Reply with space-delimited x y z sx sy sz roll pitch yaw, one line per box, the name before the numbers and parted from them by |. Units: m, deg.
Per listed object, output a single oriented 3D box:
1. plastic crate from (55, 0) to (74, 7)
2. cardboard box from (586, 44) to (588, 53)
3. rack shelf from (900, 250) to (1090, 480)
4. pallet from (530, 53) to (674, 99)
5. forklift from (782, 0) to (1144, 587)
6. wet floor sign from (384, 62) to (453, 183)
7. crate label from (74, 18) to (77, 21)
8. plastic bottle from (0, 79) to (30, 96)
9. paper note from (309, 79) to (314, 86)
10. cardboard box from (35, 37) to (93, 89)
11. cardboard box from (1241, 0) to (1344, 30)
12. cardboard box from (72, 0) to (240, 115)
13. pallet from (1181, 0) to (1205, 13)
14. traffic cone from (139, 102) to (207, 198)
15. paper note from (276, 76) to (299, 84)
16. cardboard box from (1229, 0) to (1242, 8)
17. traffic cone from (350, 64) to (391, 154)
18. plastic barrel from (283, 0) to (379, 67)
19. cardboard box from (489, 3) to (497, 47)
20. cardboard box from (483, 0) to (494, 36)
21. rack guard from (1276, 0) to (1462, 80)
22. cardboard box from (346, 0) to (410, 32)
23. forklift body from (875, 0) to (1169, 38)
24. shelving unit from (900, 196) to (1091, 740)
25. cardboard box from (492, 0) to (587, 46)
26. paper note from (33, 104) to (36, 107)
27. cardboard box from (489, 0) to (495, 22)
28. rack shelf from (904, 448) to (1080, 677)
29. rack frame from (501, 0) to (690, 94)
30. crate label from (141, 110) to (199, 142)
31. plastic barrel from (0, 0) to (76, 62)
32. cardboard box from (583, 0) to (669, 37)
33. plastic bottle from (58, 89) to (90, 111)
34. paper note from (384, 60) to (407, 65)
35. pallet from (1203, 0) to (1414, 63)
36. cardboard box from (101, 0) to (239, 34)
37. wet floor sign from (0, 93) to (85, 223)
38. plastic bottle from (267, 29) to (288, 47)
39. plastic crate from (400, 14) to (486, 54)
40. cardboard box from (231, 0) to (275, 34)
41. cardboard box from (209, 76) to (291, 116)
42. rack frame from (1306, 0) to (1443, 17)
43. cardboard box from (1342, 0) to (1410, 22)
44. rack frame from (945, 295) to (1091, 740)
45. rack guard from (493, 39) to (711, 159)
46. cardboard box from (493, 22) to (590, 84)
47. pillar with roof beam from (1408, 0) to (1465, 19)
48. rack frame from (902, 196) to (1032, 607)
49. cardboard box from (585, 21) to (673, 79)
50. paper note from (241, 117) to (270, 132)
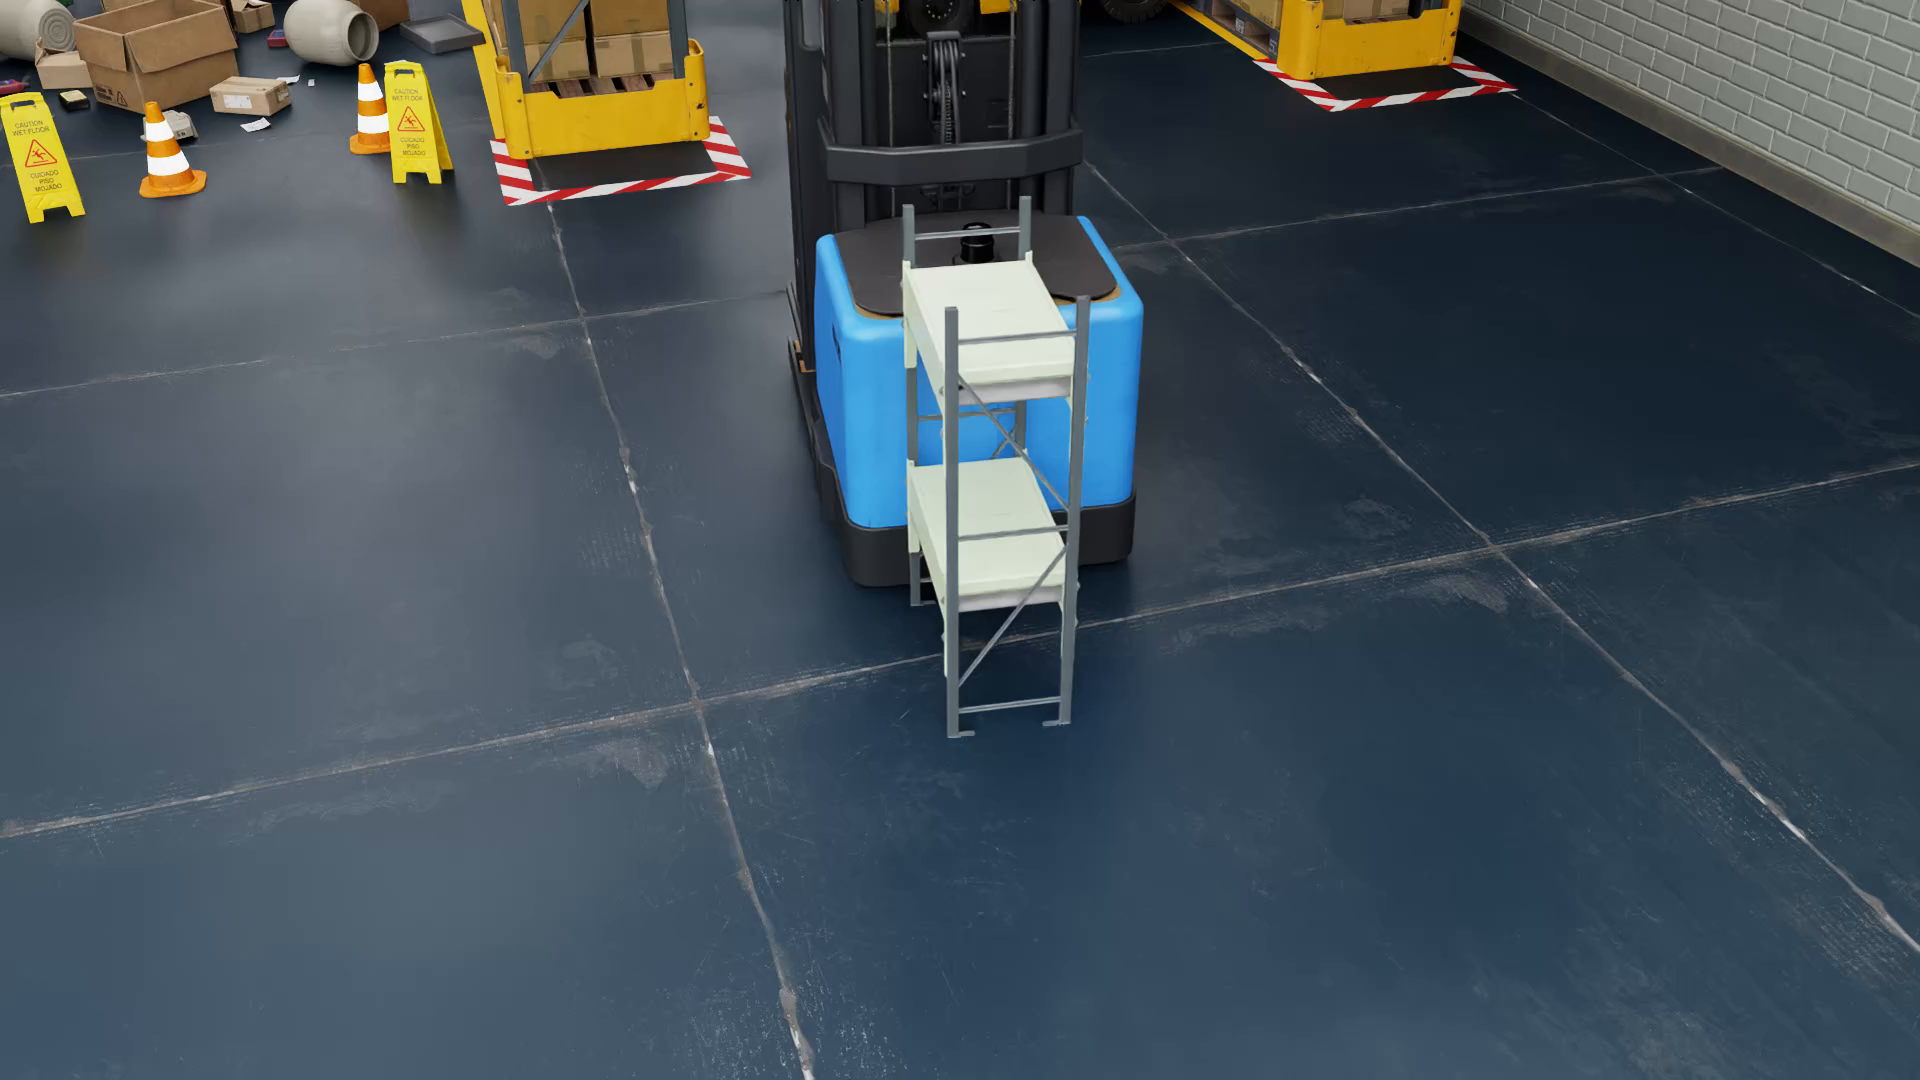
plastic crate | -6.655 -3.773 11.738 0.450 0.188 0.662 -2 32 16
cardboard box | -2.184 -3.346 10.706 0.500 0.250 0.500 -9 34 -13
rack shelf | 0.090 -0.540 5.000 0.431 0.370 0.720 -6 34 -9
pallet | -2.290 -2.888 10.429 1.003 0.211 1.213 -10 35 -15
forklift | -0.147 -1.860 6.406 1.130 2.935 3.031 -6 34 -9
wet floor sign | -3.013 -2.317 9.171 0.267 0.644 0.232 1 33 2
crate label | -6.226 -3.518 11.449 0.250 0.136 0.298 19 38 26
plastic bottle | -6.051 -2.862 10.525 0.283 0.061 0.133 -23 40 -31
paper note | -4.171 -2.942 10.693 0.032 0.001 0.123 -10 35 -15
cardboard box | -5.677 -3.060 10.640 0.396 0.266 0.258 -4 34 -6
cardboard box | 2.229 -3.637 11.147 0.500 0.250 0.500 -10 35 -14
cardboard box | -4.999 -3.034 10.385 0.637 0.503 0.797 19 38 26
pallet | 2.032 -4.286 12.545 1.003 0.211 1.213 -10 35 -15
traffic cone | -4.365 -2.164 9.105 0.336 0.463 0.334 -10 35 -15
paper note | -4.353 -2.968 10.724 0.148 0.019 0.142 1 33 2
cardboard box | 2.087 -3.900 11.544 0.500 0.250 0.500 -10 35 -15
traffic cone | -3.412 -2.529 9.658 0.336 0.463 0.334 -10 35 -15
plastic barrel | -4.124 -3.334 10.911 0.512 0.421 0.421 13 36 18
cardboard box | -2.706 -3.259 10.575 0.500 0.250 0.500 -10 35 -15
cardboard box | -2.871 -3.533 10.989 0.500 0.250 0.500 -11 35 -16
rack guard | 2.681 -3.360 10.881 1.175 0.500 0.348 -10 35 -15
cardboard box | -4.241 -3.846 11.614 0.500 0.500 0.500 13 36 18
forklift body | 0.358 -4.750 11.488 2.313 2.155 1.214 -10 35 -15
shelving unit | 0.090 -0.215 5.215 0.431 1.500 0.755 -6 34 -9
cardboard box | -2.545 -3.297 9.951 0.500 0.500 0.500 -10 35 -14
paper note | -5.754 -2.685 10.304 0.032 0.001 0.123 7 34 10
cardboard box | -2.707 -3.570 10.365 0.500 0.500 0.500 -9 34 -13
rack shelf | 0.090 0.057 5.394 0.431 0.370 0.720 -6 34 -9
rack frame | -2.052 -3.579 8.945 1.000 3.000 0.127 -10 35 -15
crate label | -4.664 -2.431 9.804 0.298 0.136 0.250 27 42 34
plastic barrel | -6.149 -3.381 10.983 0.512 0.421 0.421 13 36 18
cardboard box | -2.043 -3.402 10.111 0.500 0.500 0.500 -11 35 -16
plastic bottle | -5.522 -2.743 10.346 0.133 0.061 0.283 -23 40 -31
paper note | -3.716 -3.152 10.993 0.142 0.019 0.148 -23 40 -31
pallet | 2.401 -3.647 11.577 1.003 0.211 1.213 -10 35 -15
cardboard box | -5.292 -3.580 11.088 0.797 0.637 0.503 -10 35 -15
wet floor sign | -4.841 -2.029 8.735 0.267 0.644 0.232 -16 37 -23
plastic bottle | -4.665 -3.460 11.431 0.133 0.061 0.283 -4 34 -6
plastic crate | -3.574 -3.499 11.472 0.402 0.080 0.583 -23 40 -31
cardboard box | -5.068 -3.750 11.684 0.396 0.266 0.258 19 38 26
cardboard box | -4.376 -2.738 10.258 0.380 0.149 0.250 7 34 10
rack frame | 2.674 -4.416 10.211 1.000 3.000 0.127 -10 35 -15
cardboard box | 2.710 -3.734 11.294 0.500 0.250 0.500 -10 35 -15
rack frame | 0.157 -0.017 4.915 0.400 1.500 0.023 -6 34 -9
rack guard | -2.076 -2.576 9.695 1.175 0.500 0.348 -10 35 -15
cardboard box | -2.562 -2.999 10.180 0.500 0.250 0.500 -10 35 -15
pillar with roof beam | -0.780 -6.712 8.244 9.100 9.000 0.400 -10 35 -15
rack frame | 0.022 -0.413 5.515 0.400 1.500 0.023 -6 34 -9
cardboard box | -2.035 -3.077 10.299 0.500 0.250 0.500 -10 35 -15
paper note | -4.236 -2.502 10.008 0.148 0.019 0.142 -23 40 -31
